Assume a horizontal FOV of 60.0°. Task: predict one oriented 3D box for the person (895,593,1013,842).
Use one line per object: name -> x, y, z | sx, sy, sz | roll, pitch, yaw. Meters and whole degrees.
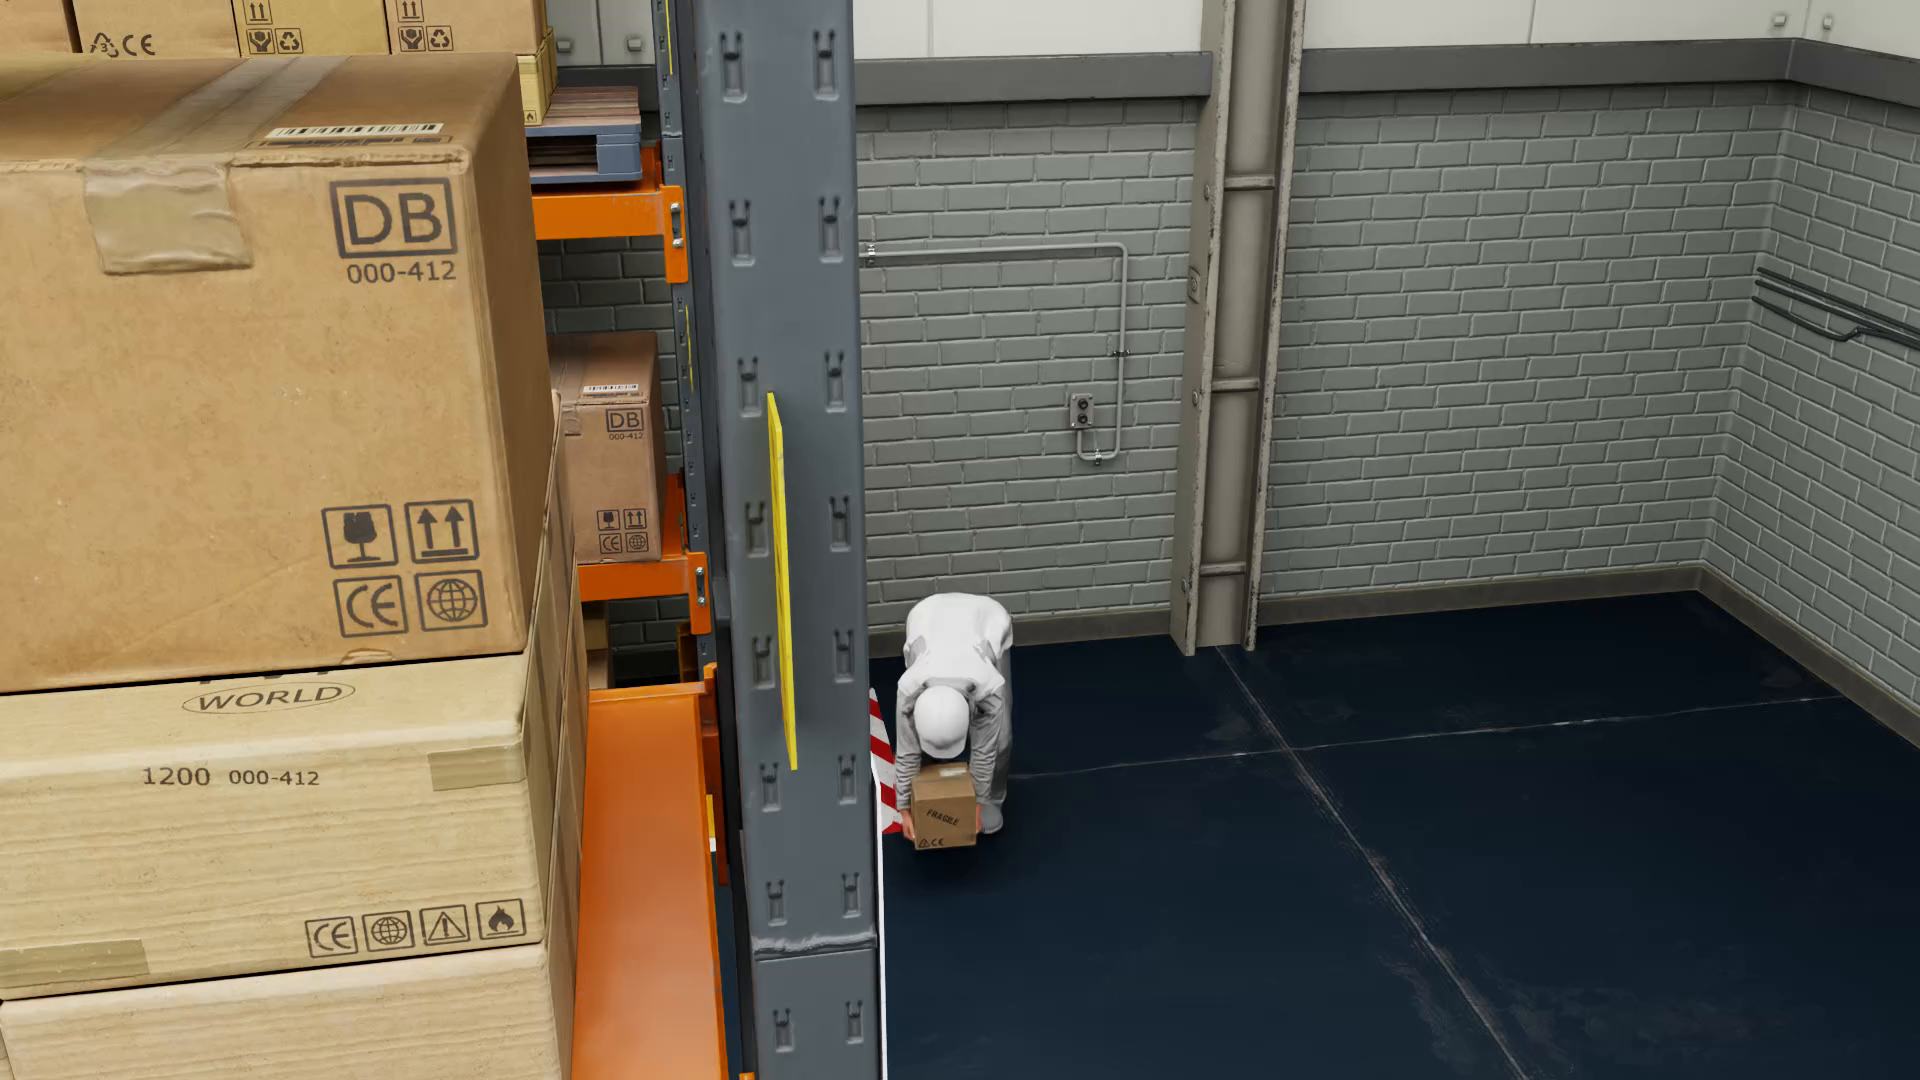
person -> -0.031, 0.826, 7.019 | 0.485, 1.077, 1.010 | 3, 23, 7
